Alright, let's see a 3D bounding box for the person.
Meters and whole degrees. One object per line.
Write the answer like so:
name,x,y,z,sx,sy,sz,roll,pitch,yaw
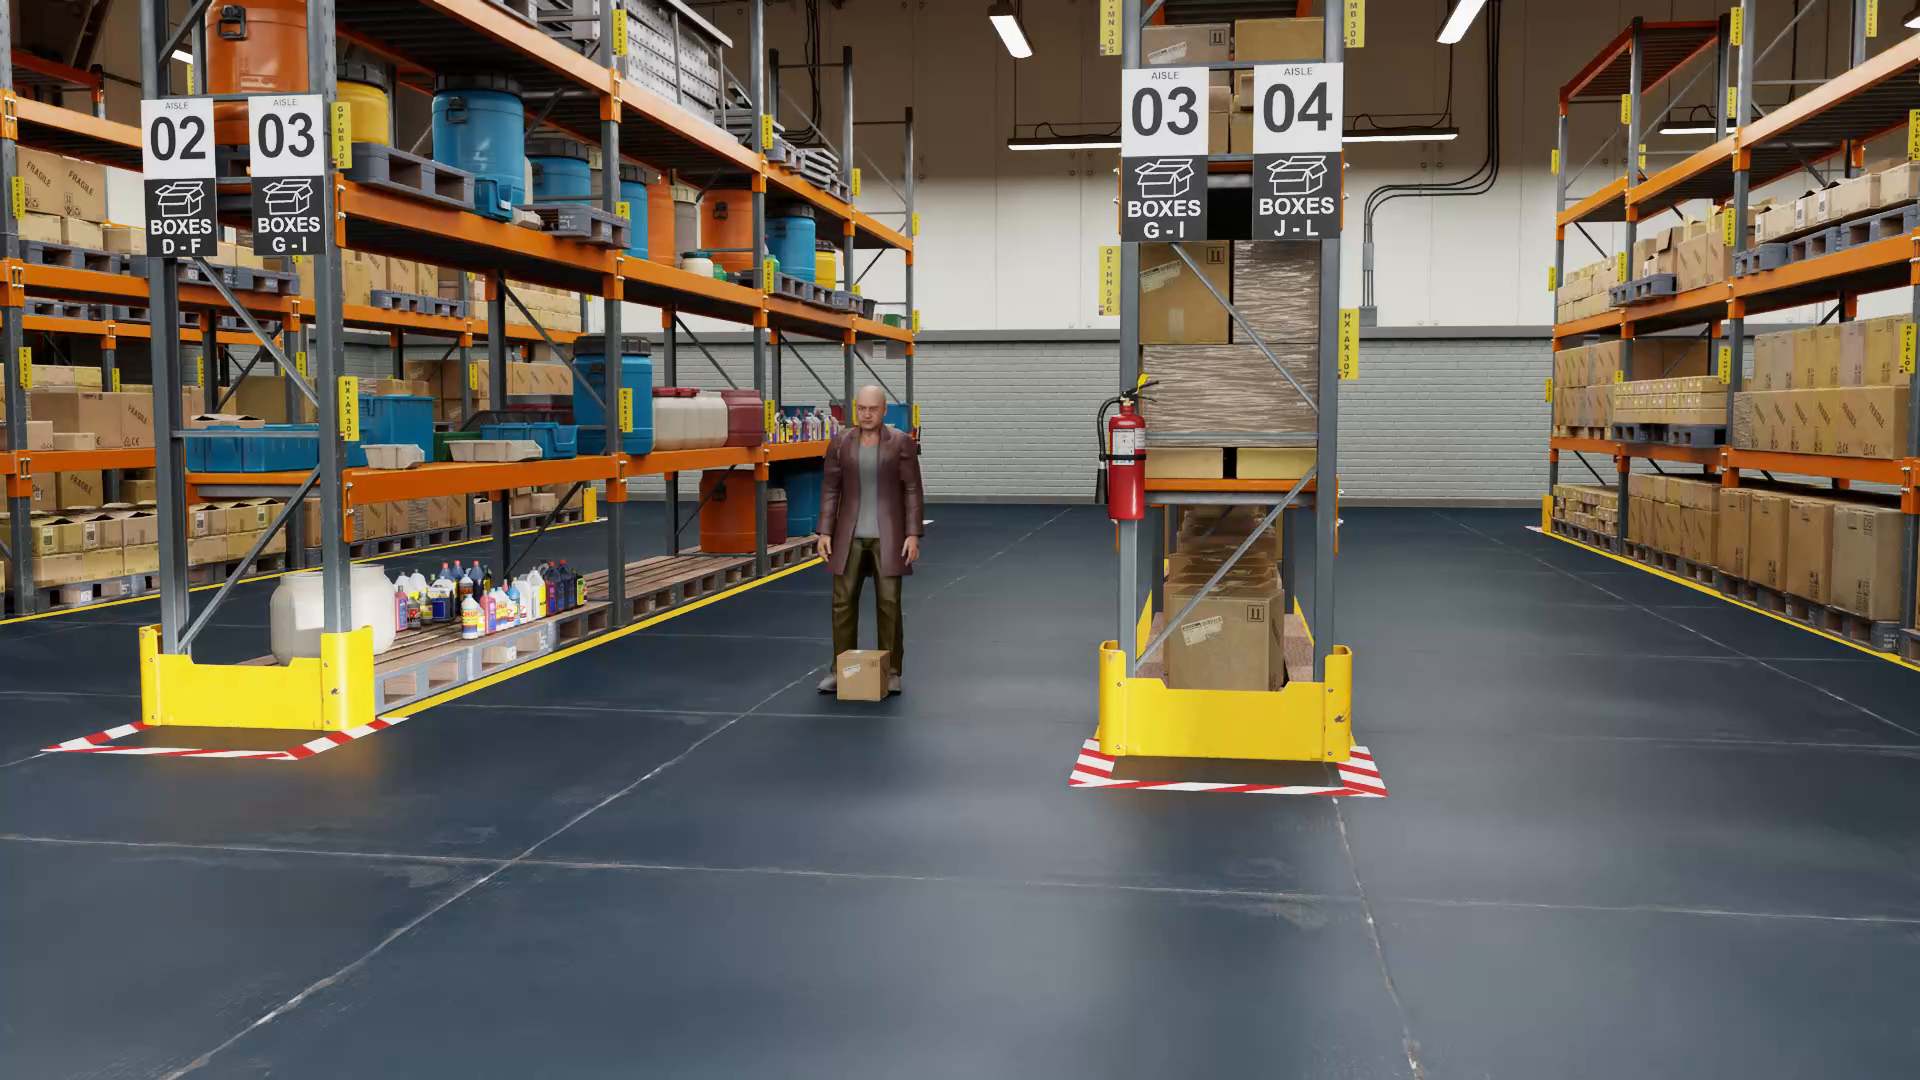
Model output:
person,-0.525,-0.008,9.687,0.644,1.774,0.425,1,4,9
